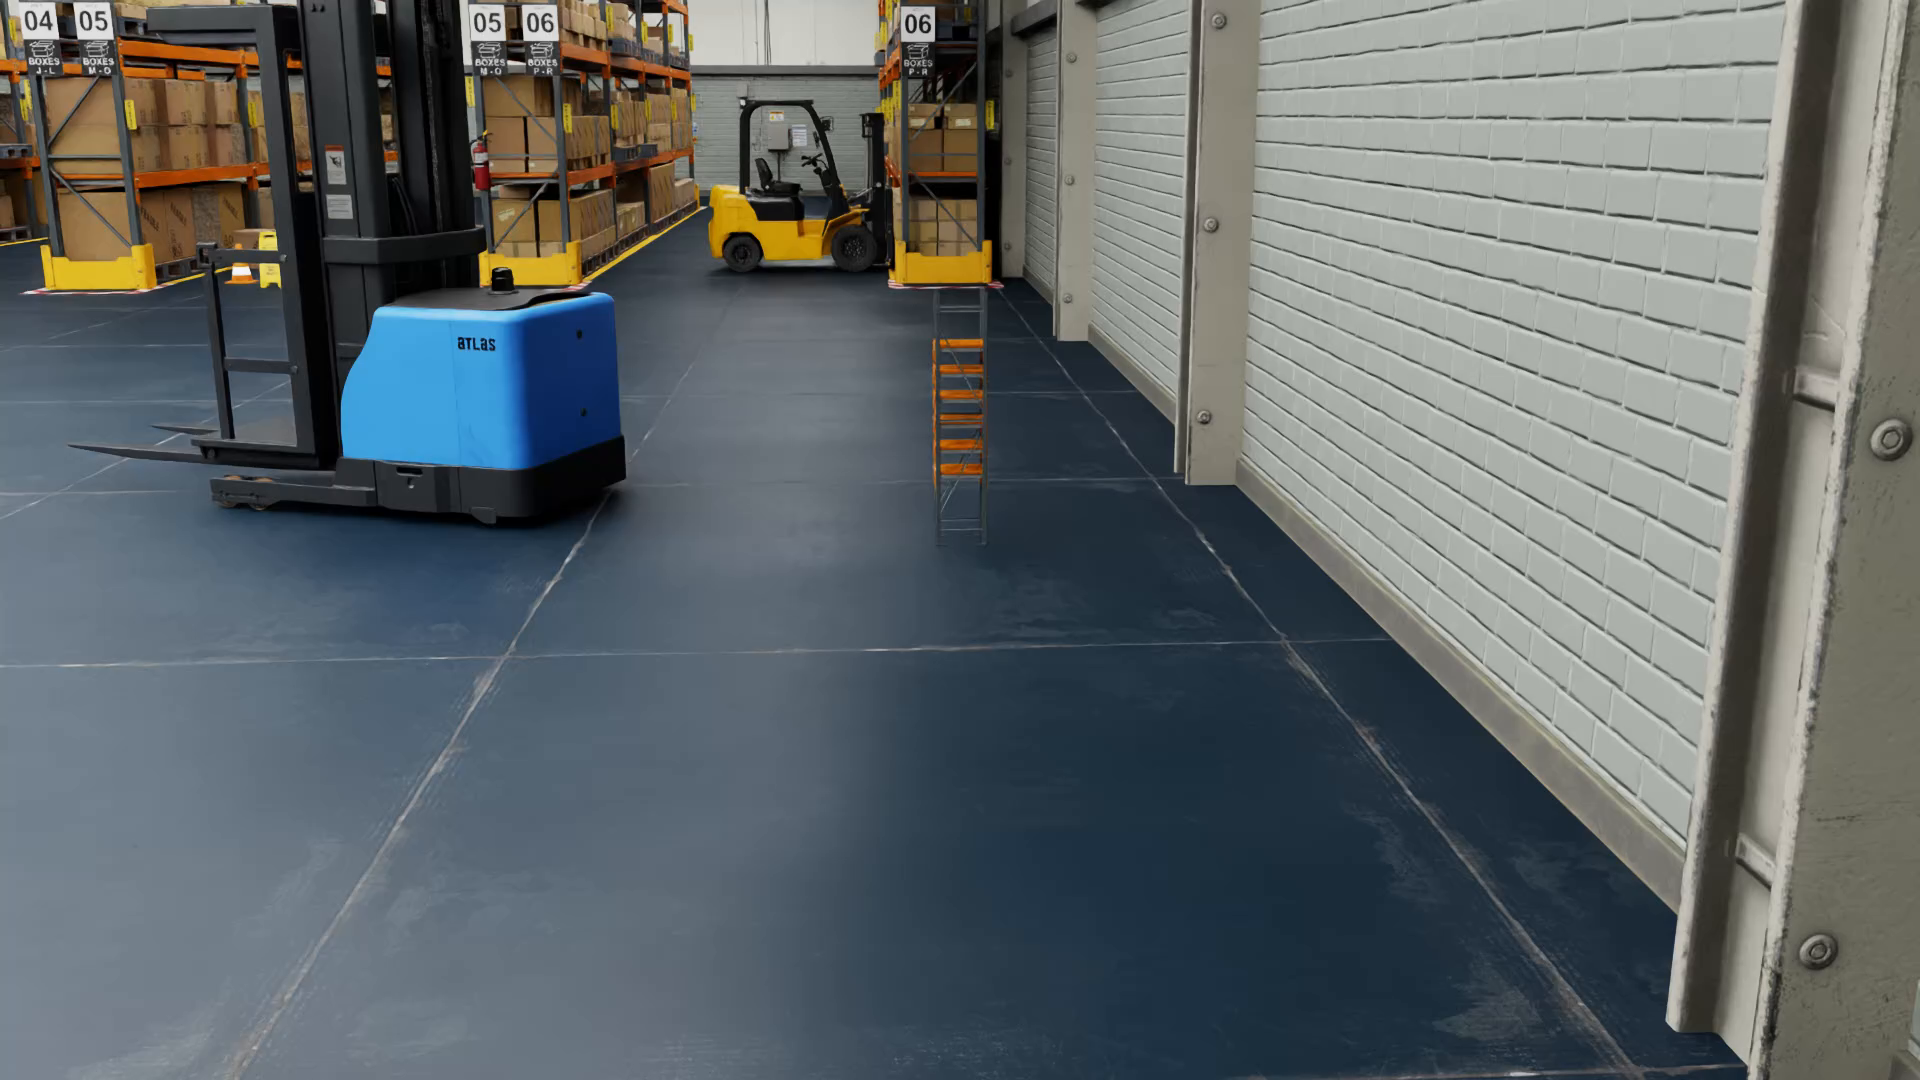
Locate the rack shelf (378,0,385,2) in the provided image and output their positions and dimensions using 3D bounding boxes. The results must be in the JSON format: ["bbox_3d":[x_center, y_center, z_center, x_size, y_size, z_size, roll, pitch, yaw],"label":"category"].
[{"bbox_3d":[-10.958,-10.463,32.081,1.077,0.370,4.000,-1,14,-3],"label":"rack shelf"}]

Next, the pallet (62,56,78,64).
[{"bbox_3d":[-15.708,-8.162,28.089,1.003,0.211,1.213,0,14,-1],"label":"pallet"}]

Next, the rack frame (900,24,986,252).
[{"bbox_3d":[-0.202,-4.604,19.902,1.000,3.000,0.127,-1,14,-3],"label":"rack frame"}]

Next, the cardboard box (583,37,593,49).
[{"bbox_3d":[-5.030,-6.523,21.843,0.380,0.149,0.250,0,14,-2],"label":"cardboard box"}]

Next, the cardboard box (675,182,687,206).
[{"bbox_3d":[-5.887,-6.854,32.946,0.875,0.438,0.875,-1,14,-5],"label":"cardboard box"}]

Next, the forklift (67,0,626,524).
[{"bbox_3d":[-3.390,-1.693,8.726,3.031,2.935,1.130,5,15,17],"label":"forklift"}]

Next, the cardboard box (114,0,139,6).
[{"bbox_3d":[-9.864,-6.325,19.231,0.500,0.250,0.500,-1,14,-4],"label":"cardboard box"}]

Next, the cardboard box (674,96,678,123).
[{"bbox_3d":[-5.712,-8.292,32.026,0.500,0.500,0.500,-1,14,-4],"label":"cardboard box"}]

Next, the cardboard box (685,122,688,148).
[{"bbox_3d":[-5.795,-8.186,33.621,0.500,0.500,0.500,0,14,-2],"label":"cardboard box"}]

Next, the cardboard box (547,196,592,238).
[{"bbox_3d":[-4.969,-4.103,21.122,0.500,0.500,0.500,-1,14,-6],"label":"cardboard box"}]

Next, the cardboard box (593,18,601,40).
[{"bbox_3d":[-5.075,-6.815,22.176,0.500,0.250,0.500,-1,14,-4],"label":"cardboard box"}]

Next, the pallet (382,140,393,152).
[{"bbox_3d":[-10.931,-7.125,30.082,1.003,0.211,1.213,-1,14,-3],"label":"pallet"}]

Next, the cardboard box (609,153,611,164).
[{"bbox_3d":[-5.080,-5.325,23.206,0.380,0.149,0.250,-1,14,-4],"label":"cardboard box"}]

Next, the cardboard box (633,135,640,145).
[{"bbox_3d":[-5.209,-6.262,26.005,0.380,0.149,0.250,-1,14,-2],"label":"cardboard box"}]

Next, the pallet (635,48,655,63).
[{"bbox_3d":[-5.744,-8.037,27.603,1.213,0.211,1.003,0,14,-1],"label":"pallet"}]

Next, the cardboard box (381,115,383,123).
[{"bbox_3d":[-10.582,-7.552,29.824,0.380,0.149,0.250,-1,14,-5],"label":"cardboard box"}]

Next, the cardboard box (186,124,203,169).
[{"bbox_3d":[-10.198,-4.998,21.132,0.875,0.550,0.500,-1,14,-3],"label":"cardboard box"}]

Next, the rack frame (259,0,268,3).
[{"bbox_3d":[-10.586,-9.320,26.191,1.000,3.000,0.127,-1,14,-3],"label":"rack frame"}]

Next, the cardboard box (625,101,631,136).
[{"bbox_3d":[-5.195,-6.286,24.799,0.500,0.500,0.500,-1,14,-4],"label":"cardboard box"}]

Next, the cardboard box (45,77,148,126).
[{"bbox_3d":[-10.074,-5.114,19.414,0.875,0.550,0.550,-1,14,-3],"label":"cardboard box"}]

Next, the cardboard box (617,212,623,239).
[{"bbox_3d":[-5.439,-4.583,24.249,0.950,0.372,0.625,-1,14,-3],"label":"cardboard box"}]

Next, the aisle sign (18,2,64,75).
[{"bbox_3d":[-10.385,-5.662,18.796,0.394,0.787,0.004,-1,14,-3],"label":"aisle sign"}]

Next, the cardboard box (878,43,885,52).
[{"bbox_3d":[-1.299,-8.901,30.041,0.380,0.149,0.250,-1,14,-3],"label":"cardboard box"}]

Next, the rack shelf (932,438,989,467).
[{"bbox_3d":[0.001,-0.418,7.904,0.258,0.103,0.180,-1,14,-3],"label":"rack shelf"}]

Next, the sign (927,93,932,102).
[{"bbox_3d":[-0.638,-9.301,35.198,0.100,0.325,0.005,-1,14,-3],"label":"sign"}]

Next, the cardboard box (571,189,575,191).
[{"bbox_3d":[-5.637,-4.606,23.078,0.500,0.500,0.500,0,14,-1],"label":"cardboard box"}]

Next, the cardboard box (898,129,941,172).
[{"bbox_3d":[-0.495,-4.771,20.350,0.500,0.500,0.500,-1,14,-5],"label":"cardboard box"}]

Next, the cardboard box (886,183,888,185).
[{"bbox_3d":[-1.140,-6.458,31.280,0.500,0.500,0.500,0,14,-1],"label":"cardboard box"}]

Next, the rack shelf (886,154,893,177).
[{"bbox_3d":[-0.574,-5.748,25.792,1.077,0.370,4.000,-1,14,-3],"label":"rack shelf"}]

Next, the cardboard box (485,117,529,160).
[{"bbox_3d":[-5.464,-4.850,20.059,0.500,0.500,0.500,-1,14,-4],"label":"cardboard box"}]

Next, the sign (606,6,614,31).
[{"bbox_3d":[-4.863,-7.235,23.069,0.100,0.325,0.005,-1,14,-3],"label":"sign"}]

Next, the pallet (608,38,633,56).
[{"bbox_3d":[-5.336,-7.039,23.720,1.213,0.211,1.003,-1,14,-3],"label":"pallet"}]

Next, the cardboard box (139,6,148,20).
[{"bbox_3d":[-9.823,-6.224,19.638,0.380,0.149,0.250,-1,14,-3],"label":"cardboard box"}]

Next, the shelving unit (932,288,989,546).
[{"bbox_3d":[0.001,-0.577,7.863,0.258,1.200,0.189,-1,14,-3],"label":"shelving unit"}]

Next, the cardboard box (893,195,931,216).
[{"bbox_3d":[-0.620,-4.322,21.475,0.500,0.250,0.500,-1,14,-3],"label":"cardboard box"}]

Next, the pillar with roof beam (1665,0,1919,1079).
[{"bbox_3d":[-2.527,-3.154,2.225,9.100,9.000,0.400,-1,14,-3],"label":"pillar with roof beam"}]

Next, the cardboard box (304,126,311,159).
[{"bbox_3d":[-10.229,-6.107,25.542,0.500,0.500,0.500,-1,14,-4],"label":"cardboard box"}]

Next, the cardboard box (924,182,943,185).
[{"bbox_3d":[-0.419,-6.036,28.336,0.380,0.149,0.250,0,14,-1],"label":"cardboard box"}]

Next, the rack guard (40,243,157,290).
[{"bbox_3d":[-10.089,-3.209,19.495,1.175,0.500,0.348,-1,14,-3],"label":"rack guard"}]

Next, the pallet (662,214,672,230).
[{"bbox_3d":[-5.698,-5.666,29.624,1.003,0.211,1.213,-1,14,-3],"label":"pallet"}]

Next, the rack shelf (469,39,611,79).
[{"bbox_3d":[-5.280,-6.129,21.250,1.077,0.370,4.000,-1,14,-3],"label":"rack shelf"}]

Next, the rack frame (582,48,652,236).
[{"bbox_3d":[-5.651,-6.517,27.334,1.000,3.000,0.127,-1,14,-3],"label":"rack frame"}]

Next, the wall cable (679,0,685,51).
[{"bbox_3d":[-6.781,-12.822,39.800,0.463,3.000,0.029,-1,14,-3],"label":"wall cable"}]

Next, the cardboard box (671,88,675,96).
[{"bbox_3d":[-5.704,-8.630,32.038,0.380,0.149,0.250,-1,14,-4],"label":"cardboard box"}]

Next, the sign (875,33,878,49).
[{"bbox_3d":[-1.735,-10.451,34.853,0.100,0.325,0.005,-1,14,-3],"label":"sign"}]

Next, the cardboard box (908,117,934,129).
[{"bbox_3d":[-0.503,-5.049,20.127,0.380,0.149,0.250,-1,14,-3],"label":"cardboard box"}]

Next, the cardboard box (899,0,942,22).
[{"bbox_3d":[-0.473,-6.464,19.865,0.500,0.500,0.500,0,14,-2],"label":"cardboard box"}]

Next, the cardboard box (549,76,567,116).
[{"bbox_3d":[-5.456,-5.705,21.374,0.700,0.500,0.500,-1,14,-4],"label":"cardboard box"}]

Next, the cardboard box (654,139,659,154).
[{"bbox_3d":[-5.507,-6.827,28.843,0.500,0.250,0.500,0,14,-2],"label":"cardboard box"}]

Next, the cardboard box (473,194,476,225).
[{"bbox_3d":[-7.178,-4.643,23.549,0.500,0.500,0.500,-1,14,-3],"label":"cardboard box"}]
